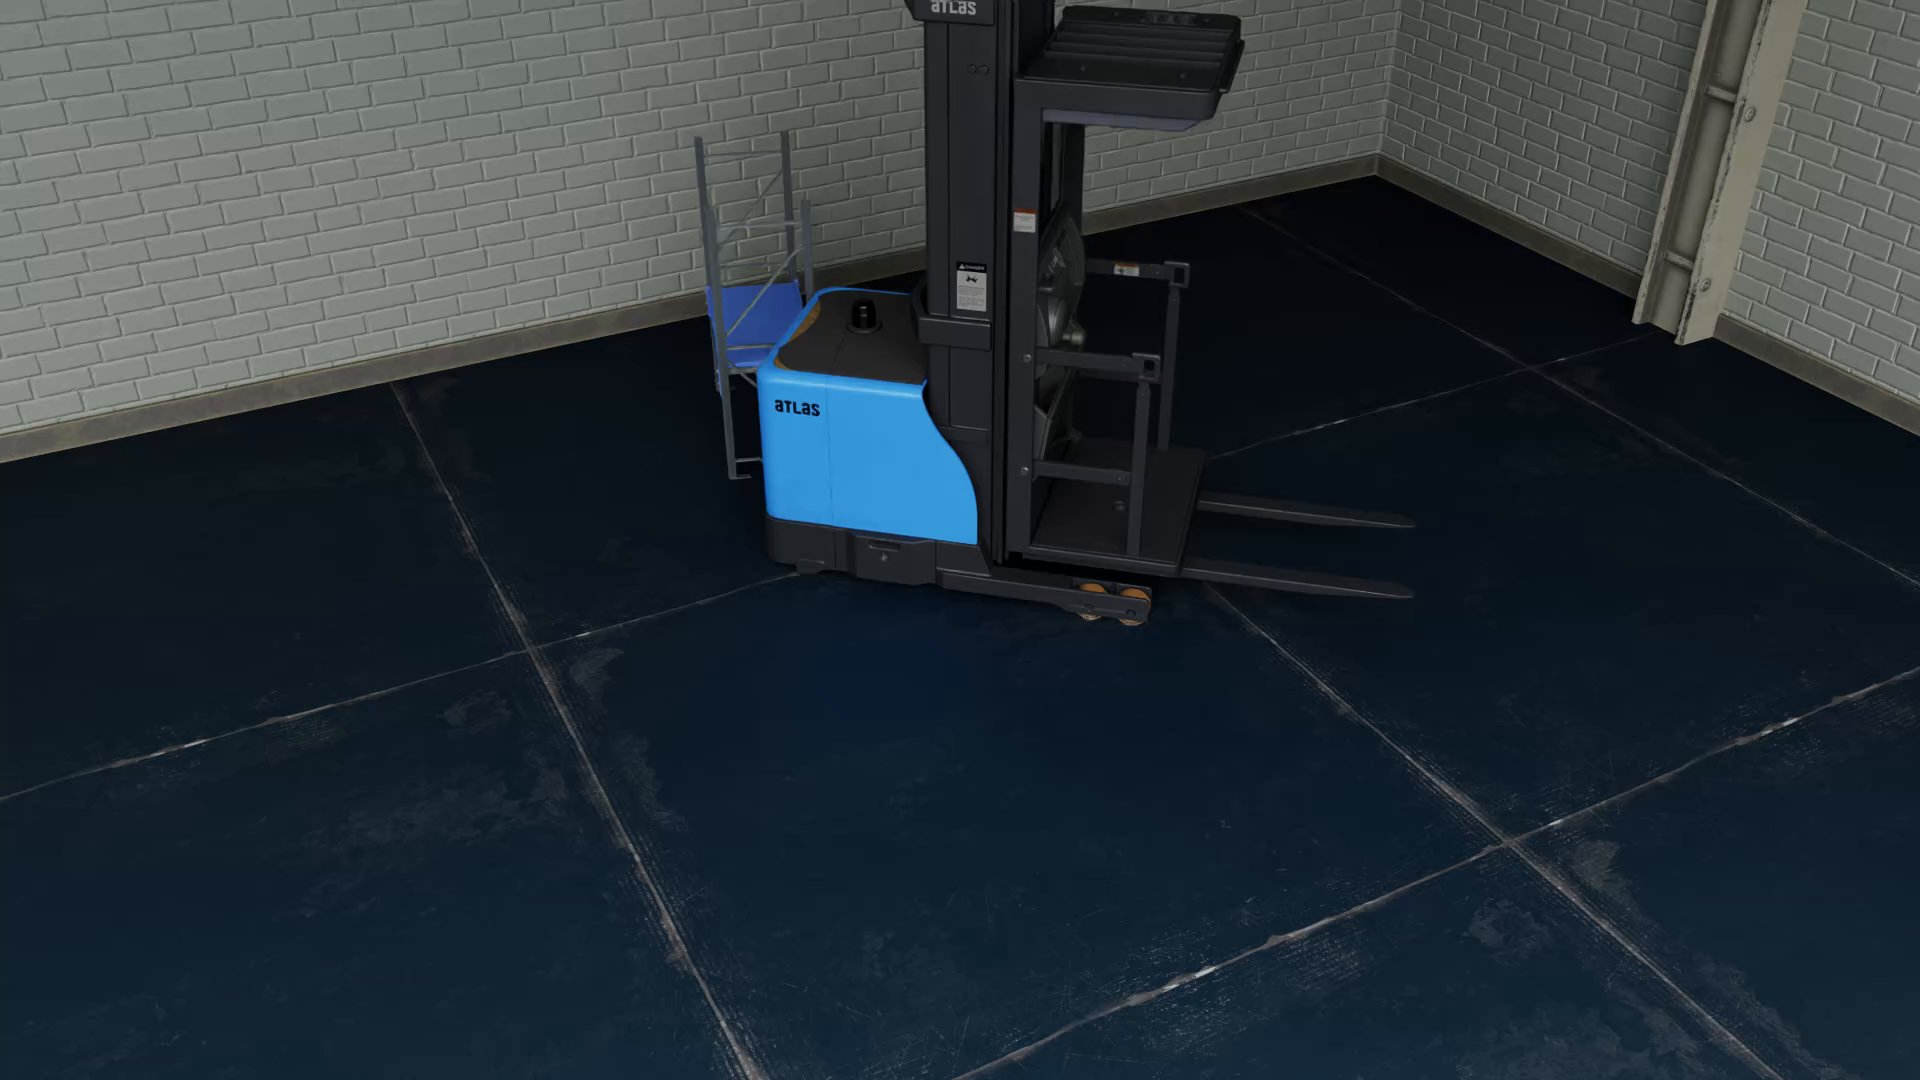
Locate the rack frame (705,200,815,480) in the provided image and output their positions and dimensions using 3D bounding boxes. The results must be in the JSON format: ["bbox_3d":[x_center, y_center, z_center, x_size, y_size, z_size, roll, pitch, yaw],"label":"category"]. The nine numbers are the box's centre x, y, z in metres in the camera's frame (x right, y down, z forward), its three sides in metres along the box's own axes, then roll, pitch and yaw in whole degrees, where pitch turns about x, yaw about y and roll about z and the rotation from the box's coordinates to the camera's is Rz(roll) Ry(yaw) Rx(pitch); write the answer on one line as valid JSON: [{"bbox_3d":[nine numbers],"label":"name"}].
[{"bbox_3d":[-0.971,-0.980,8.390,0.500,1.500,0.032,-6,33,-9],"label":"rack frame"}]

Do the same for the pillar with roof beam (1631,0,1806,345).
[{"bbox_3d":[0.609,-4.019,6.181,9.100,9.000,0.400,-16,36,-23],"label":"pillar with roof beam"}]

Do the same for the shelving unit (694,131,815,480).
[{"bbox_3d":[-1.066,-1.250,8.810,0.538,1.500,1.048,-6,33,-9],"label":"shelving unit"}]

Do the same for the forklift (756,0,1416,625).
[{"bbox_3d":[0.638,-1.159,7.342,3.031,2.935,1.130,7,33,11],"label":"forklift"}]

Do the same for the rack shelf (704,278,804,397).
[{"bbox_3d":[-1.066,-1.098,8.907,0.538,0.185,1.000,-6,33,-9],"label":"rack shelf"}]

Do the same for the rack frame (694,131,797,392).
[{"bbox_3d":[-1.160,-1.519,9.231,0.500,1.500,0.032,-6,33,-9],"label":"rack frame"}]
